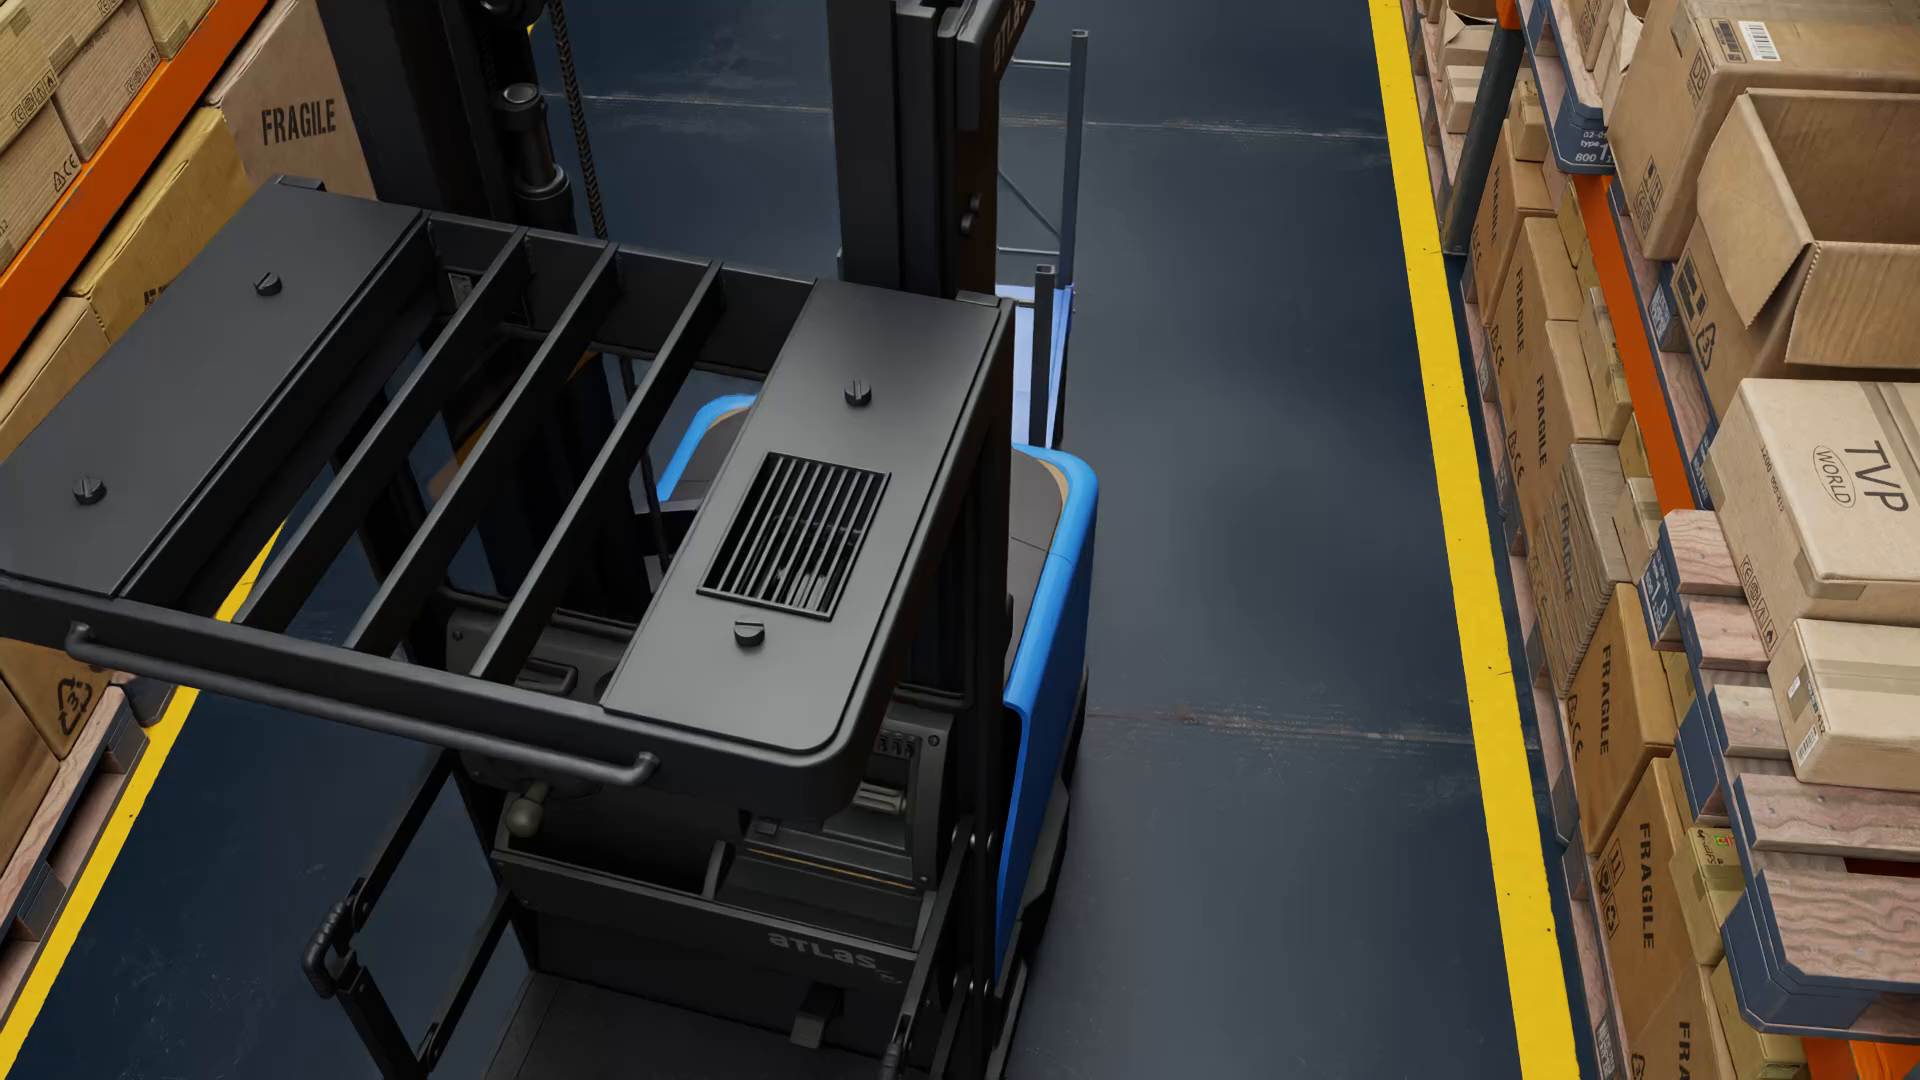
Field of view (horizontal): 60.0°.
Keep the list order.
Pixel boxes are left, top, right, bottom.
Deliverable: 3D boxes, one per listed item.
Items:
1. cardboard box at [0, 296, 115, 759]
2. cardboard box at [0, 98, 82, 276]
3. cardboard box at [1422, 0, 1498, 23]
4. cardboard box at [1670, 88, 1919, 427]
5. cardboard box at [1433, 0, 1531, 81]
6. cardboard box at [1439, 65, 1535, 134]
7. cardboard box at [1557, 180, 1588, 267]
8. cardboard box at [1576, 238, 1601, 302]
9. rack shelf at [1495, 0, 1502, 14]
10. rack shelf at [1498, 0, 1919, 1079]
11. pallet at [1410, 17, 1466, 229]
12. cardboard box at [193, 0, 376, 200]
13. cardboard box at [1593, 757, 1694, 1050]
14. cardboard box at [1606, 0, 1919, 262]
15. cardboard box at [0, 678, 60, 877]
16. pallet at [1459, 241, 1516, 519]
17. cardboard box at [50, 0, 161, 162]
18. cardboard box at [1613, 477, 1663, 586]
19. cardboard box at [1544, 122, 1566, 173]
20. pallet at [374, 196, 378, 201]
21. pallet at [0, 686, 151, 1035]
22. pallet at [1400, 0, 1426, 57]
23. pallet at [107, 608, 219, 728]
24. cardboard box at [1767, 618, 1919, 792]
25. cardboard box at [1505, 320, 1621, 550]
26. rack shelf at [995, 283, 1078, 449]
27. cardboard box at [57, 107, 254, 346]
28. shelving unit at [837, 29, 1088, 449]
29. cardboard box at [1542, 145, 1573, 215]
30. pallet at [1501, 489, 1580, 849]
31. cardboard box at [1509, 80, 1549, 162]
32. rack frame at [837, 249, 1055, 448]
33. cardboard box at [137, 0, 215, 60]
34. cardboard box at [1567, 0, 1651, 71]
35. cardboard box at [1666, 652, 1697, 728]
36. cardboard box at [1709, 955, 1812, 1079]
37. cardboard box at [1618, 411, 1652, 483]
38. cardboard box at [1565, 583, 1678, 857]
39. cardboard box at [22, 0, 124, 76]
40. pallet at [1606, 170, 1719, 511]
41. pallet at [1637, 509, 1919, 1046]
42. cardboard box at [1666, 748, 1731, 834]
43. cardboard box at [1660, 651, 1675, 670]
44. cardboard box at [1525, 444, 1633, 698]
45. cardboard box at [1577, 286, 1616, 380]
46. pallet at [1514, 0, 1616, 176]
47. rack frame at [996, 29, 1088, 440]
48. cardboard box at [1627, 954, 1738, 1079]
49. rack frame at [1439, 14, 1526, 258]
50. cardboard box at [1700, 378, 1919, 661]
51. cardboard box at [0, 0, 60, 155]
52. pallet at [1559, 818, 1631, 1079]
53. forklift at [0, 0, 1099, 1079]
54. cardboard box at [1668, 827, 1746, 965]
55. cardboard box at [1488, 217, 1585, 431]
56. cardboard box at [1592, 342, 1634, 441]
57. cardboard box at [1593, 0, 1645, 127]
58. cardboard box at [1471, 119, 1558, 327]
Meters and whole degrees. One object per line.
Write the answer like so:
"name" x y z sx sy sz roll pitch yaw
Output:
"cardboard box" -2.767 -0.059 4.427 0.875 0.875 0.875 4 48 4
"cardboard box" -2.579 -0.896 4.139 0.500 0.250 0.500 4 48 4
"cardboard box" 2.313 -2.492 6.906 0.700 0.500 0.500 2 48 2
"cardboard box" 1.910 -0.535 3.352 0.797 0.503 0.637 3 48 3
"cardboard box" 2.100 -1.996 6.611 0.396 0.266 0.258 5 48 5
"cardboard box" 2.068 -1.695 6.415 0.380 0.149 0.250 3 48 2
"cardboard box" 2.052 -0.959 5.064 0.380 0.149 0.250 2 48 2
"cardboard box" 2.040 -0.757 4.879 0.380 0.149 0.250 3 48 3
"rack shelf" 2.492 -3.313 6.735 1.077 0.370 4.000 4 48 4
"rack shelf" 2.127 -0.373 4.046 1.077 0.370 4.000 4 48 4
"pallet" 2.373 -1.649 6.616 1.003 0.211 1.213 4 48 4
"cardboard box" -2.611 -1.381 5.635 0.875 0.875 0.875 5 48 5
"cardboard box" 1.825 0.863 3.837 0.500 0.500 0.500 3 48 3
"cardboard box" 1.924 -0.964 3.746 0.700 0.500 0.500 4 48 3
"cardboard box" -2.853 0.596 3.828 0.875 0.875 0.875 3 48 3
"pallet" 2.273 -0.545 5.605 1.003 0.211 1.213 4 48 4
"cardboard box" -2.536 -1.276 4.486 0.500 0.250 0.500 3 48 2
"cardboard box" 1.887 -0.016 4.202 0.380 0.149 0.250 2 48 2
"cardboard box" 2.036 -1.263 5.141 0.380 0.149 0.250 2 48 2
"pallet" -2.629 -0.904 5.934 1.003 0.211 1.213 4 48 4
"pallet" -2.851 0.889 4.294 1.003 0.211 1.213 4 48 4
"pallet" 2.482 -2.548 7.438 1.003 0.211 1.213 4 48 4
"pallet" -2.738 -0.005 5.111 1.003 0.211 1.213 4 48 4
"cardboard box" 1.623 0.288 2.839 0.380 0.149 0.250 5 48 4
"cardboard box" 1.953 -0.285 4.888 0.500 0.500 0.500 3 48 2
"rack shelf" 0.031 -0.382 4.826 0.538 0.185 1.000 5 48 5
"cardboard box" -2.685 -0.716 5.028 0.875 0.875 0.875 5 48 5
"shelving unit" 0.031 -0.503 4.694 0.538 1.500 1.048 5 48 5
"cardboard box" 2.064 -1.149 5.237 0.380 0.149 0.250 3 48 2
"pallet" 2.164 0.354 4.783 1.003 0.211 1.213 4 48 4
"cardboard box" 2.012 -1.357 5.428 0.380 0.149 0.250 6 48 5
"rack frame" -0.033 -0.131 4.353 0.500 1.500 0.032 5 48 5
"cardboard box" -2.471 -1.646 4.824 0.500 0.250 0.500 3 48 3
"cardboard box" 1.995 -1.540 4.274 0.700 0.500 0.500 4 48 4
"cardboard box" 1.869 0.372 3.847 0.380 0.149 0.250 5 48 5
"cardboard box" 1.738 0.956 3.312 0.380 0.149 0.250 2 48 2
"cardboard box" 1.960 -0.193 4.364 0.380 0.149 0.250 4 48 4
"cardboard box" 1.871 0.478 4.189 0.500 0.500 0.500 6 48 5
"cardboard box" -2.511 -1.446 4.303 0.500 0.250 0.500 5 48 4
"pallet" 2.118 -0.511 3.815 1.003 0.211 1.213 4 48 4
"pallet" 1.937 0.415 2.967 1.213 0.211 1.003 4 48 4
"cardboard box" 1.800 0.563 3.672 0.380 0.149 0.250 2 48 2
"cardboard box" 1.891 0.189 4.014 0.380 0.149 0.250 3 48 3
"cardboard box" 1.899 0.095 4.539 0.500 0.500 0.500 2 48 2
"cardboard box" 1.980 -0.576 4.714 0.380 0.149 0.250 4 48 3
"pallet" 2.128 -1.441 4.666 1.003 0.211 1.213 4 48 4
"rack frame" 0.095 -0.875 5.034 0.500 1.500 0.032 5 48 5
"cardboard box" 1.769 1.230 3.502 0.500 0.500 0.500 5 48 5
"rack frame" 2.310 -2.086 5.125 1.000 3.000 0.127 4 48 4
"cardboard box" 1.719 -0.035 3.066 0.500 0.250 0.500 2 48 2
"cardboard box" -2.541 -1.068 3.957 0.500 0.250 0.500 5 48 4
"pallet" 2.051 1.248 3.965 1.003 0.211 1.213 4 48 4
"forklift" -0.529 0.494 2.812 1.130 2.935 3.031 11 49 10
"cardboard box" 1.732 0.754 3.498 0.380 0.149 0.250 2 48 2
"cardboard box" 2.003 -0.652 5.223 0.500 0.500 0.500 3 48 3
"cardboard box" 1.955 -0.394 4.547 0.380 0.149 0.250 5 48 5
"cardboard box" 1.801 -1.187 4.110 0.396 0.266 0.258 6 48 5
"cardboard box" 2.041 -1.044 5.581 0.500 0.500 0.500 6 48 5
